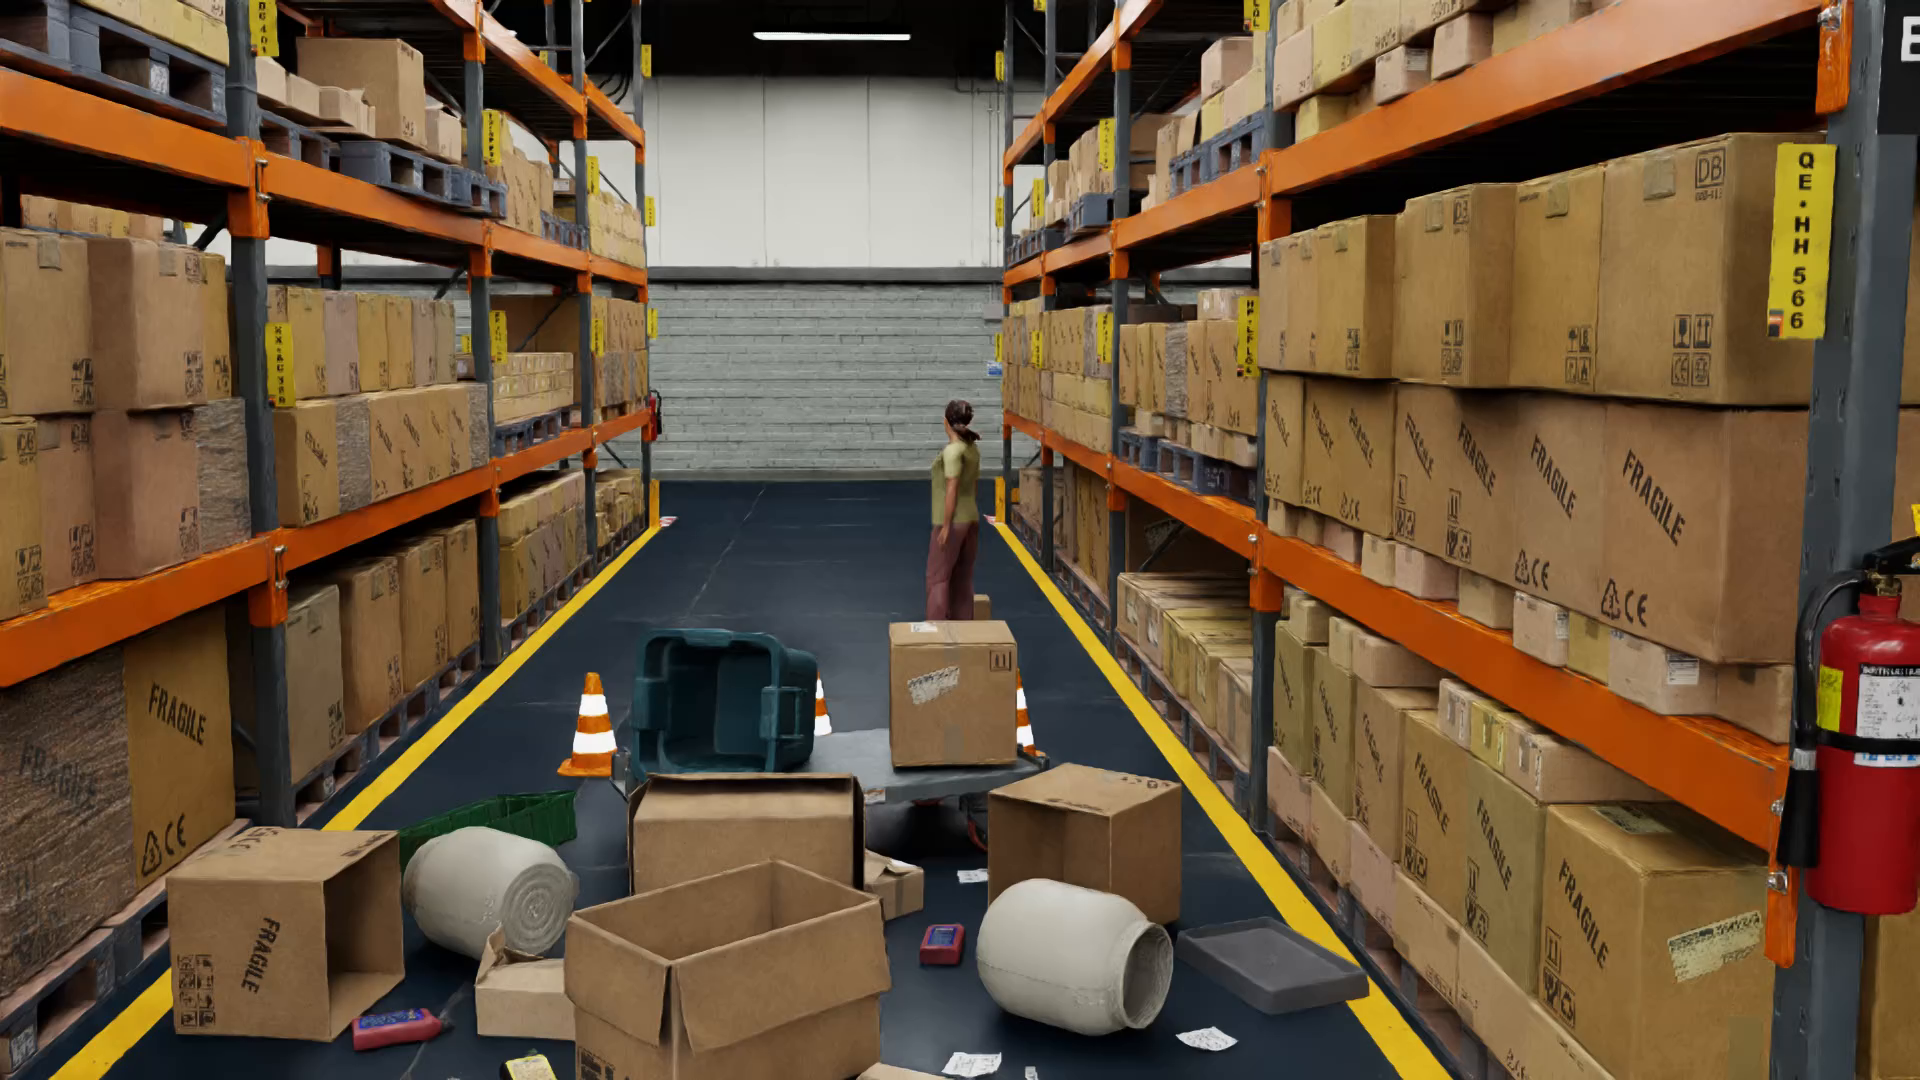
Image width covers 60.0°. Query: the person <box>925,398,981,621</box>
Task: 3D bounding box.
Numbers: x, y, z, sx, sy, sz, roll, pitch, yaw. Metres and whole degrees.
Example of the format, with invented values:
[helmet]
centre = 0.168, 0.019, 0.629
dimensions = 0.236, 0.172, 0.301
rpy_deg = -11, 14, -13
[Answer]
[person]
centre = -0.086, -0.082, 10.832
dimensions = 0.486, 1.678, 0.478
rpy_deg = 4, 8, 28
